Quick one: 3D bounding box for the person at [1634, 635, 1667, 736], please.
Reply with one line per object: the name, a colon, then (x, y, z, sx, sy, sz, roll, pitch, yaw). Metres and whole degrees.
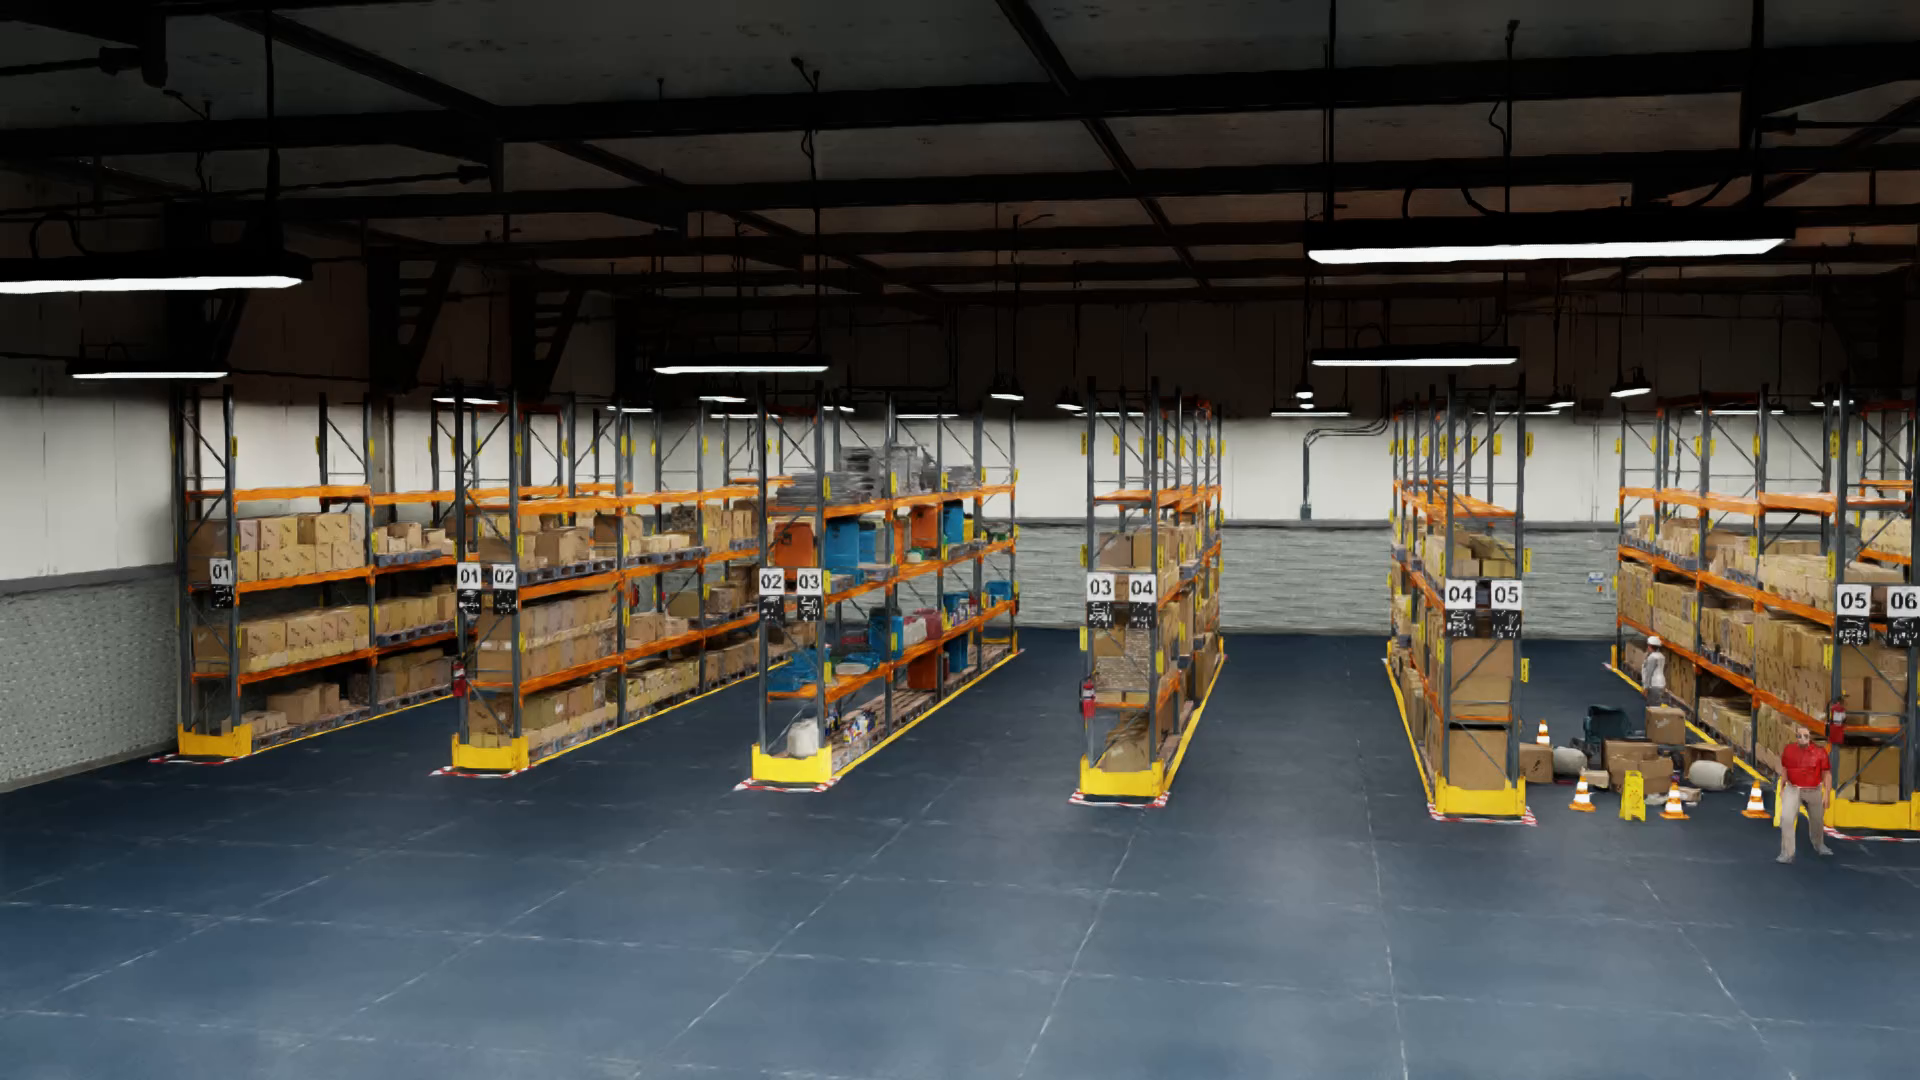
person: (11.822, 2.512, 28.428, 0.570, 1.768, 0.626, 2, 4, 36)

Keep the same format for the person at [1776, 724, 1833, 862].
person: (10.214, 3.060, 20.106, 0.584, 1.626, 0.954, 2, 4, 33)

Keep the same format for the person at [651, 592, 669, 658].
person: (-6.637, 2.029, 36.890, 0.561, 1.787, 0.661, 3, 4, 43)
